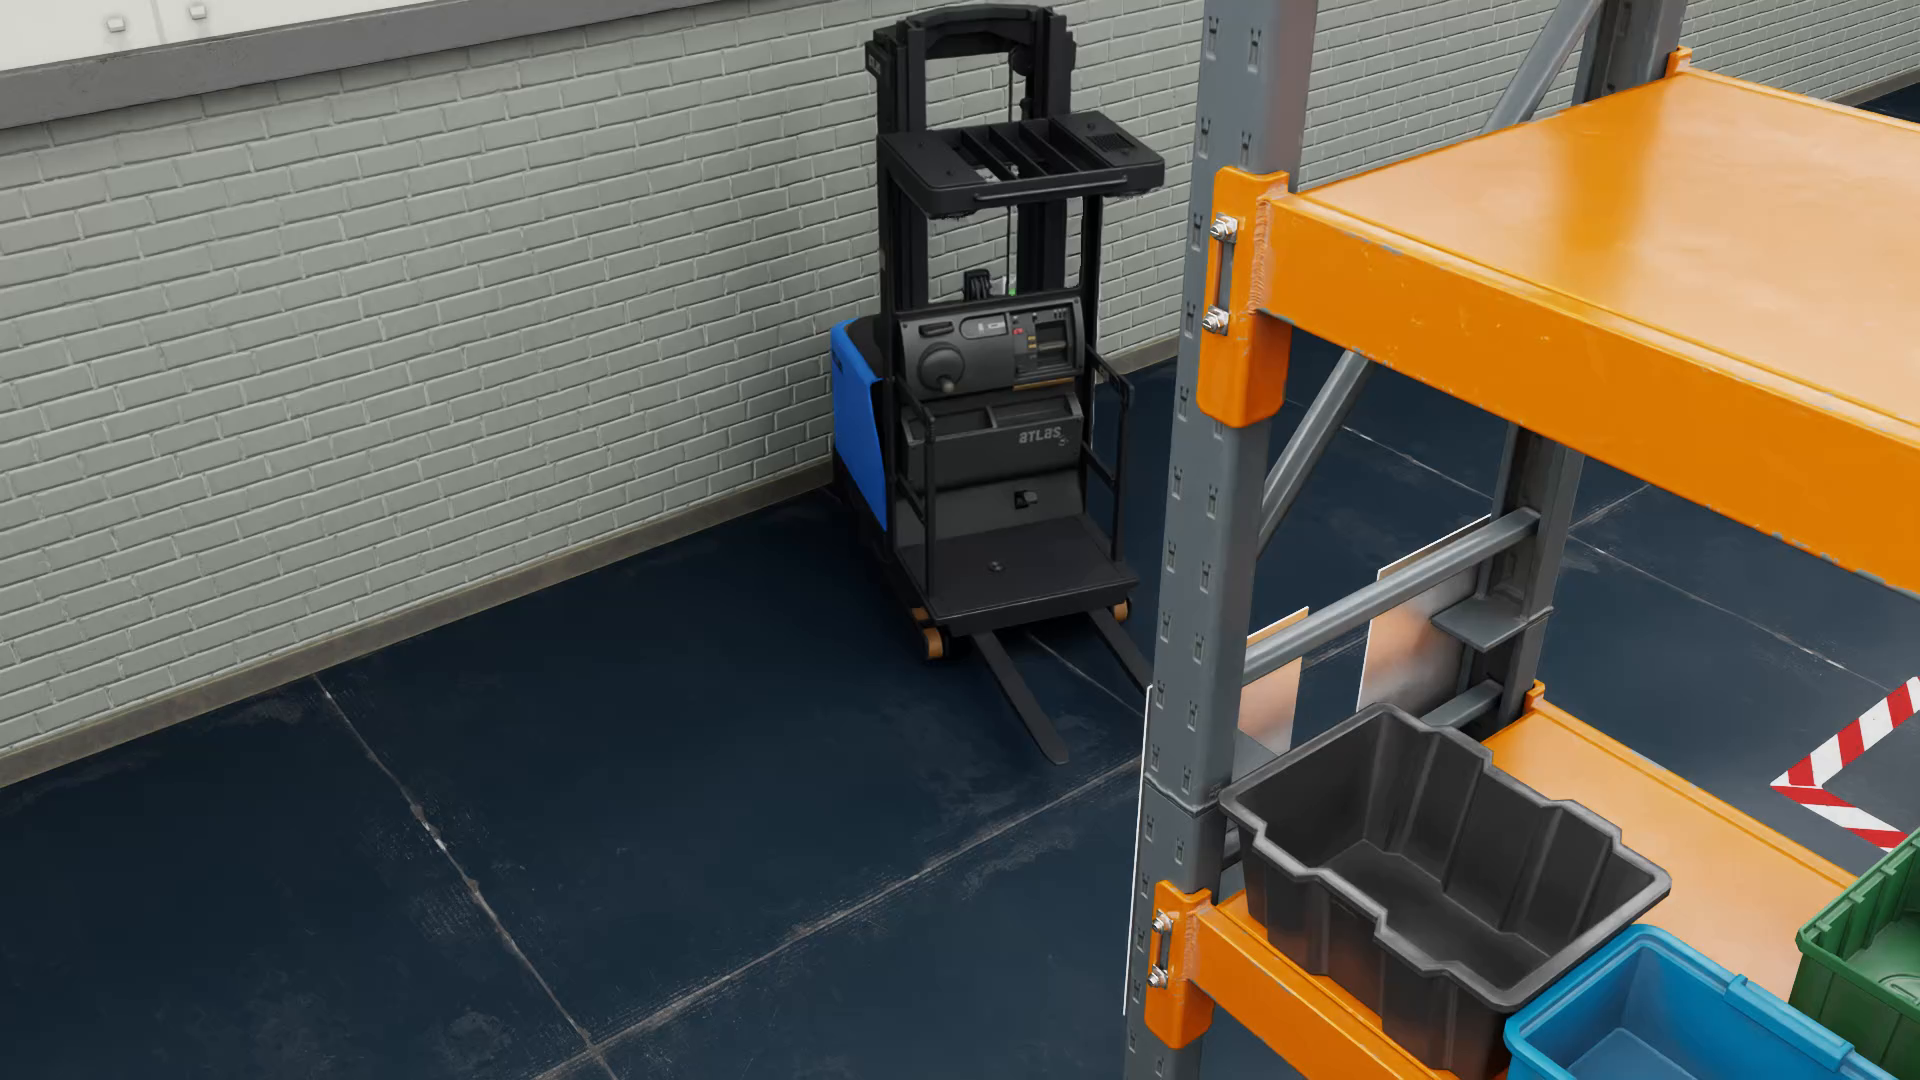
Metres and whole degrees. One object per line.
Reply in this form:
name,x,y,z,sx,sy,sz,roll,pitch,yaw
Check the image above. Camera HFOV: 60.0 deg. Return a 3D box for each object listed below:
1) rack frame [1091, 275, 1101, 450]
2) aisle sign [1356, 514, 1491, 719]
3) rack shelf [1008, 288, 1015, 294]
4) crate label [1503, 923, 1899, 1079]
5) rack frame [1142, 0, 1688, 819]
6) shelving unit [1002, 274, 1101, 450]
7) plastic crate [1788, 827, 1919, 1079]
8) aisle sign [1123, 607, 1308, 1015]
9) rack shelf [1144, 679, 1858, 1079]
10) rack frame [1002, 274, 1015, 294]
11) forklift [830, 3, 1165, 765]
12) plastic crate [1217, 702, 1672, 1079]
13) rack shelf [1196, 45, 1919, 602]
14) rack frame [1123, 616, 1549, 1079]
rack frame,0.738,-0.929,9.608,0.015,1.200,0.240,14,34,21
aisle sign,0.938,0.328,3.414,0.394,0.787,0.004,-22,38,-31
rack shelf,0.516,-1.336,9.476,0.480,0.148,0.258,14,34,21
crate label,1.061,0.835,2.360,0.408,0.251,0.502,-22,38,-31
rack frame,0.751,-0.991,2.317,1.000,3.000,0.127,-22,38,-31
shelving unit,0.516,-0.983,9.695,0.503,1.200,0.258,14,34,21
plastic crate,1.581,0.692,2.651,0.450,0.188,0.336,-22,38,-31
aisle sign,0.472,0.519,3.107,0.394,0.787,0.004,-22,38,-31
rack shelf,1.977,1.422,1.956,1.077,0.370,4.000,-22,38,-31
rack frame,0.295,-1.037,9.783,0.015,1.200,0.240,14,34,21
forklift,0.236,-0.888,7.902,1.130,2.935,3.031,-10,33,-16
plastic crate,0.767,0.589,2.739,0.497,0.269,0.590,-22,38,-31
rack shelf,1.977,0.318,1.270,1.077,0.370,4.000,-22,38,-31
rack frame,0.751,1.557,3.899,1.000,3.000,0.127,-22,38,-31
